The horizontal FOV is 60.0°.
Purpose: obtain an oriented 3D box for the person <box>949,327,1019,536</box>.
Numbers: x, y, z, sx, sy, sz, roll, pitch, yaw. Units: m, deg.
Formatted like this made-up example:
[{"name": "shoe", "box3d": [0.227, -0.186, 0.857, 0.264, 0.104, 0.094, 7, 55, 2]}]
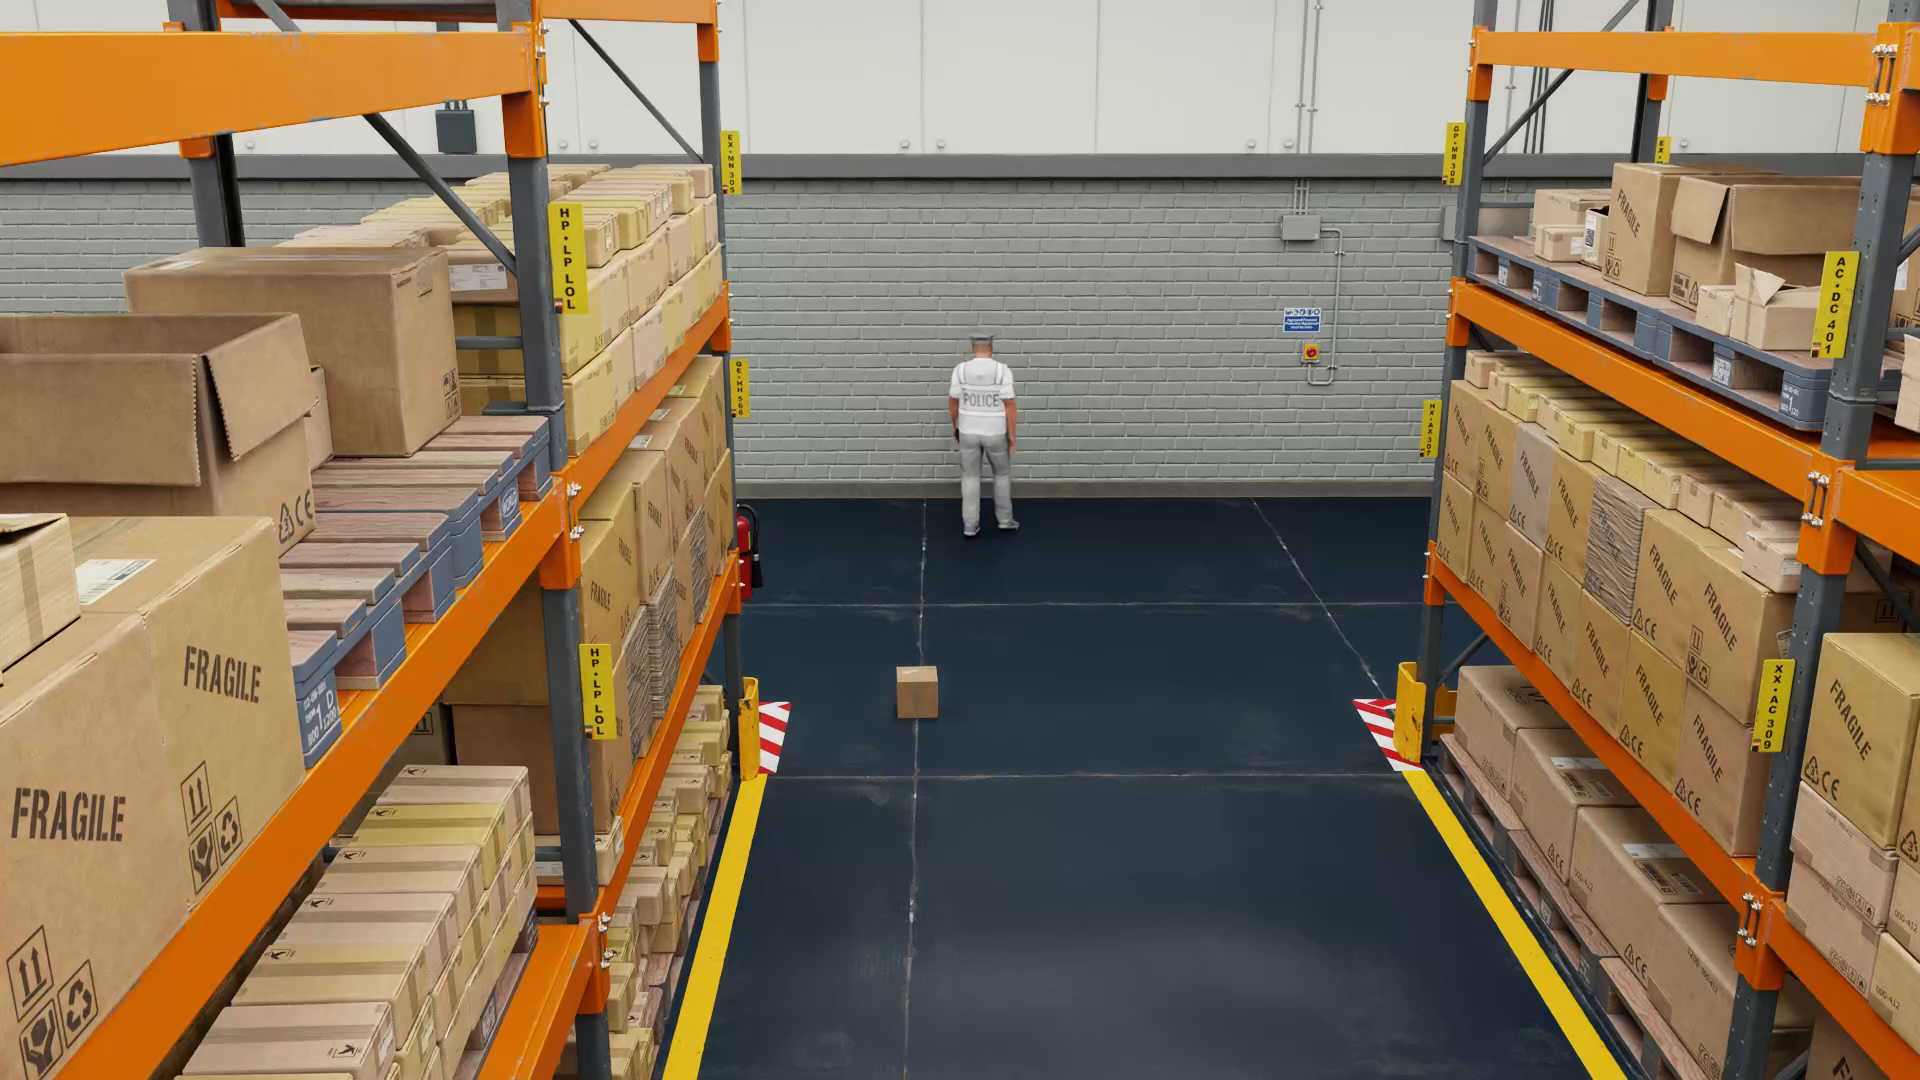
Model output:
[{"name": "person", "box3d": [0.203, -0.909, 13.984, 0.576, 1.774, 0.562, 2, 17, 7]}]
